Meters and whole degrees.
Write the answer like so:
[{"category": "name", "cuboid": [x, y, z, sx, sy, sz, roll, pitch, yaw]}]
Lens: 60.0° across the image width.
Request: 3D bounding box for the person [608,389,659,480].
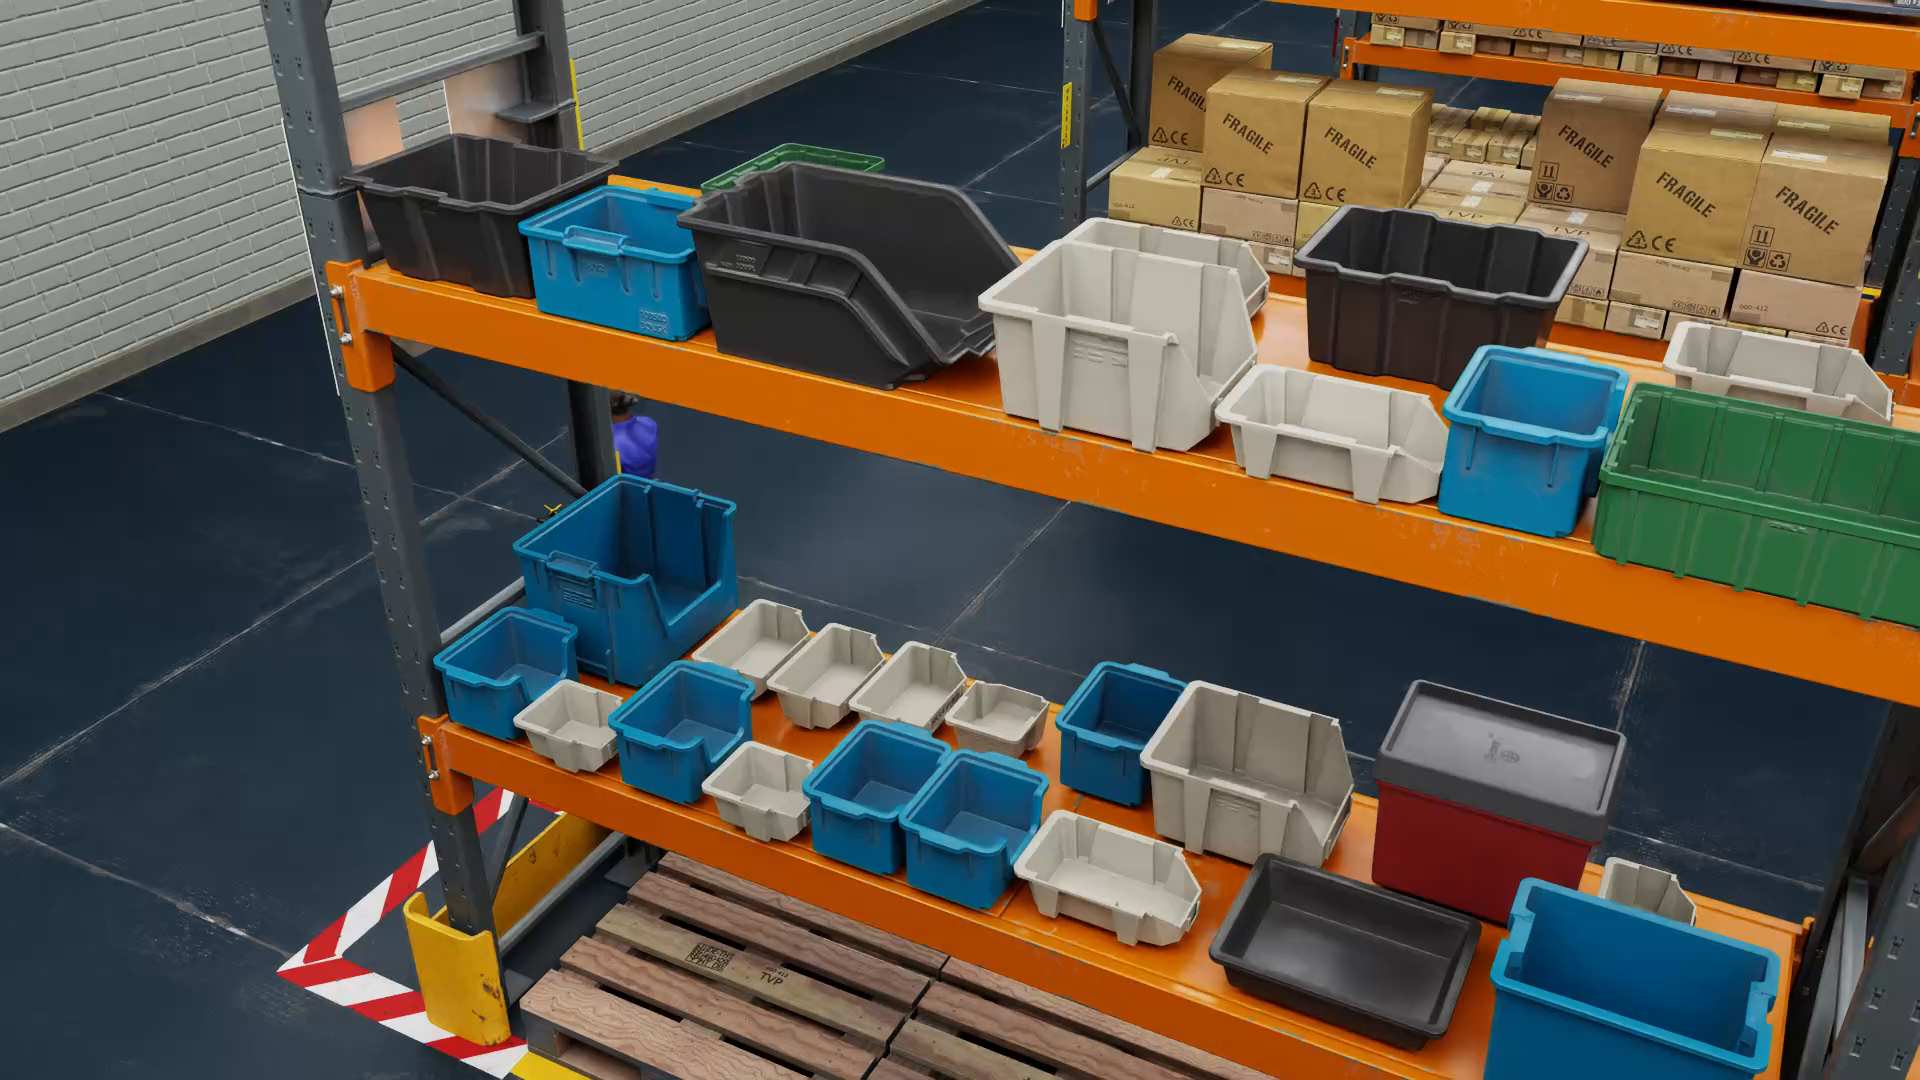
[{"category": "person", "cuboid": [-1.425, 0.034, 7.090, 0.304, 1.651, 0.440, 10, 32, 16]}]
